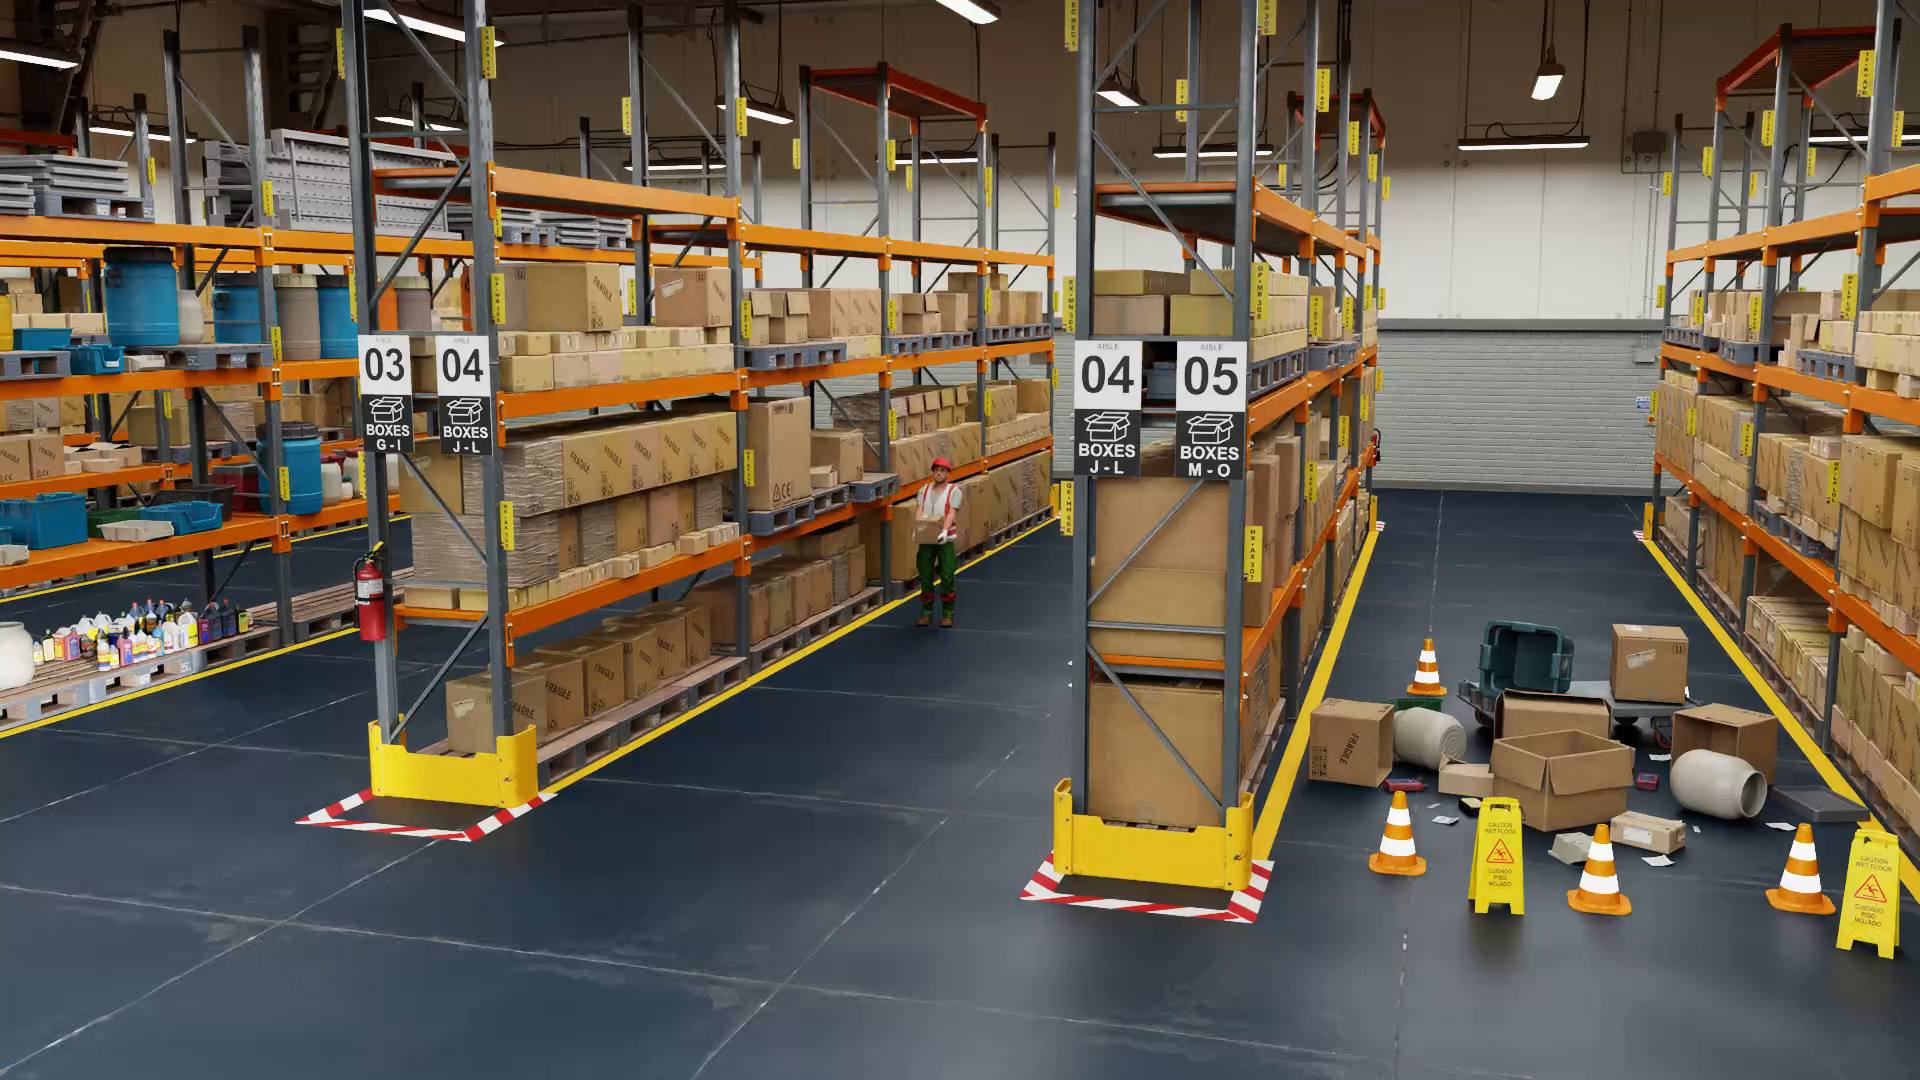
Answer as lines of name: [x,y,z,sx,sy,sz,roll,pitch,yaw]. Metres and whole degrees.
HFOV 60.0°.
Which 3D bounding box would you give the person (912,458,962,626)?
person: [-0.256,0.032,17.546,0.494,1.783,0.572,2,9,16]
